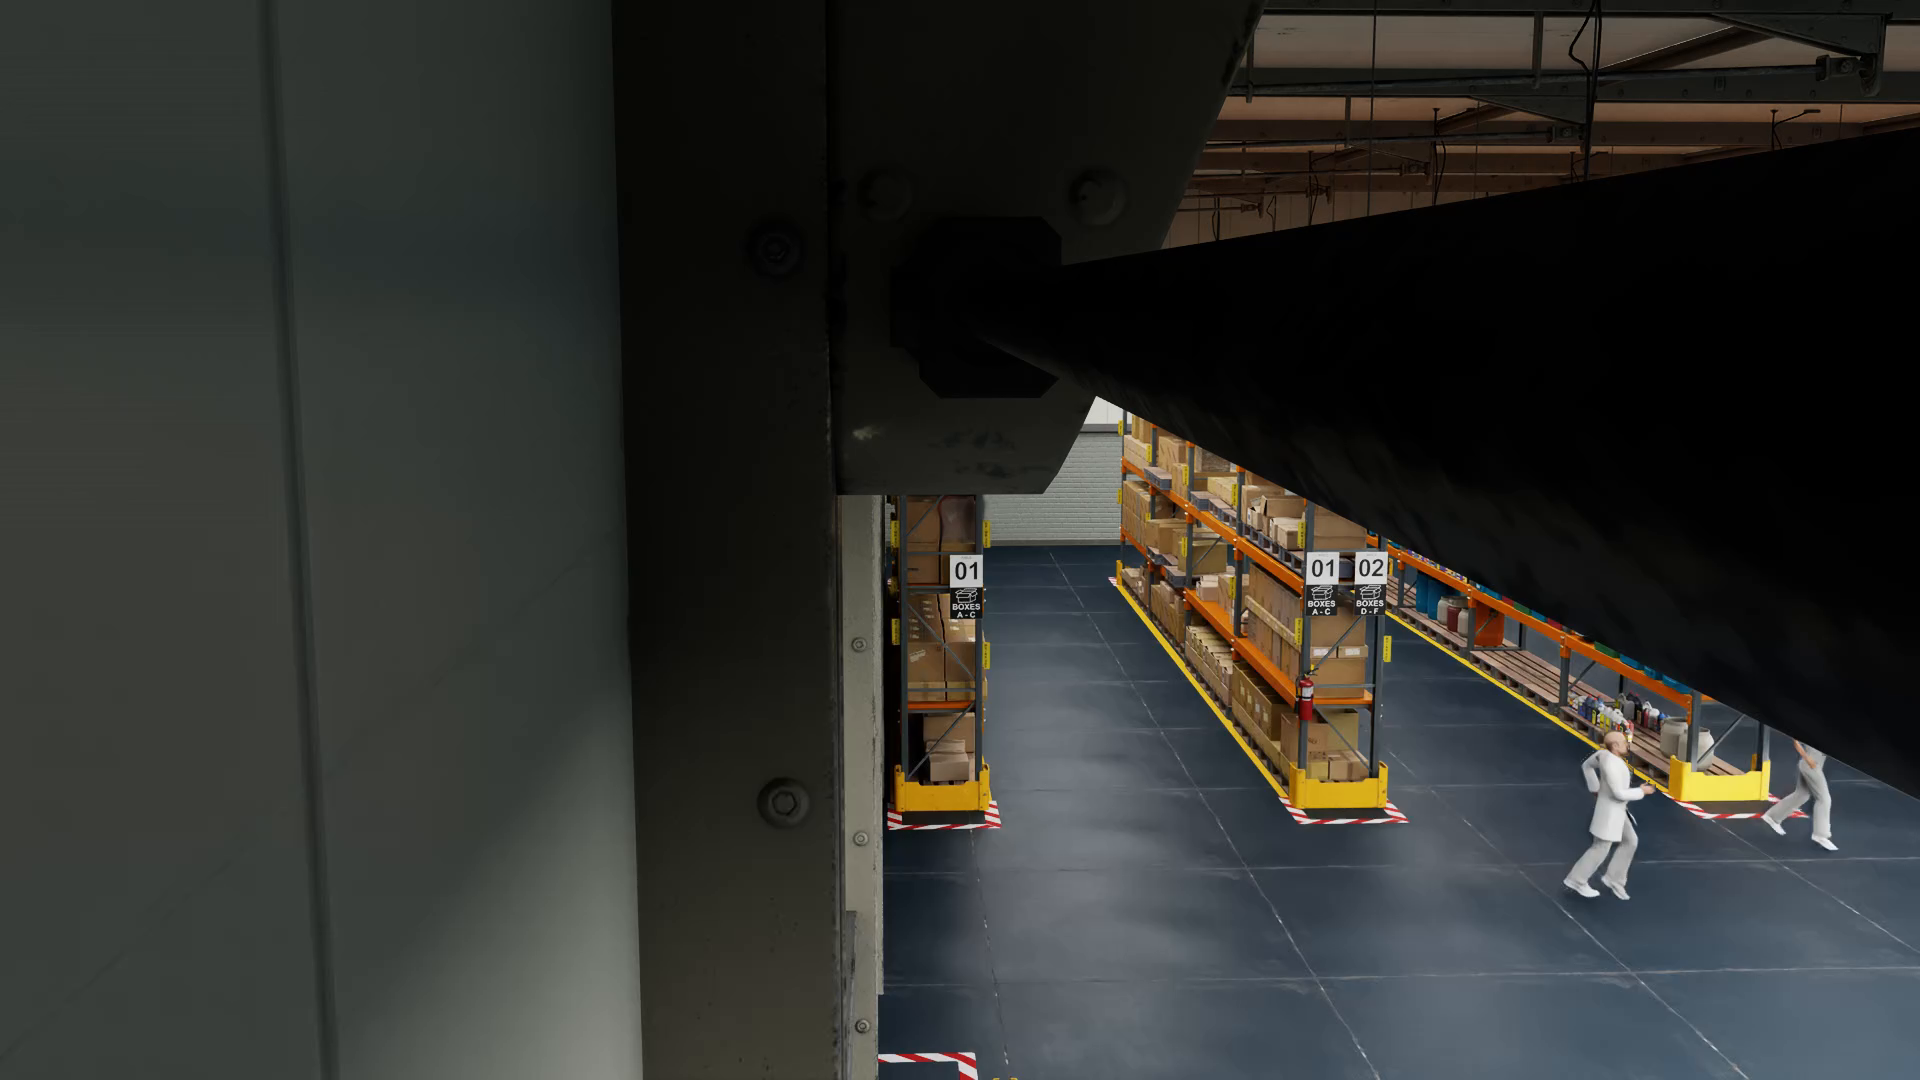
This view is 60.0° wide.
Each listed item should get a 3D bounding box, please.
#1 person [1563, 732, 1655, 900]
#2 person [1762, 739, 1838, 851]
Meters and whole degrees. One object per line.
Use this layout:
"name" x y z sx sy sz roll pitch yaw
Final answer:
"person" 6.799 2.909 17.399 0.840 1.856 0.709 3 9 21
"person" 9.823 2.673 19.322 0.828 1.709 0.570 6 10 33
